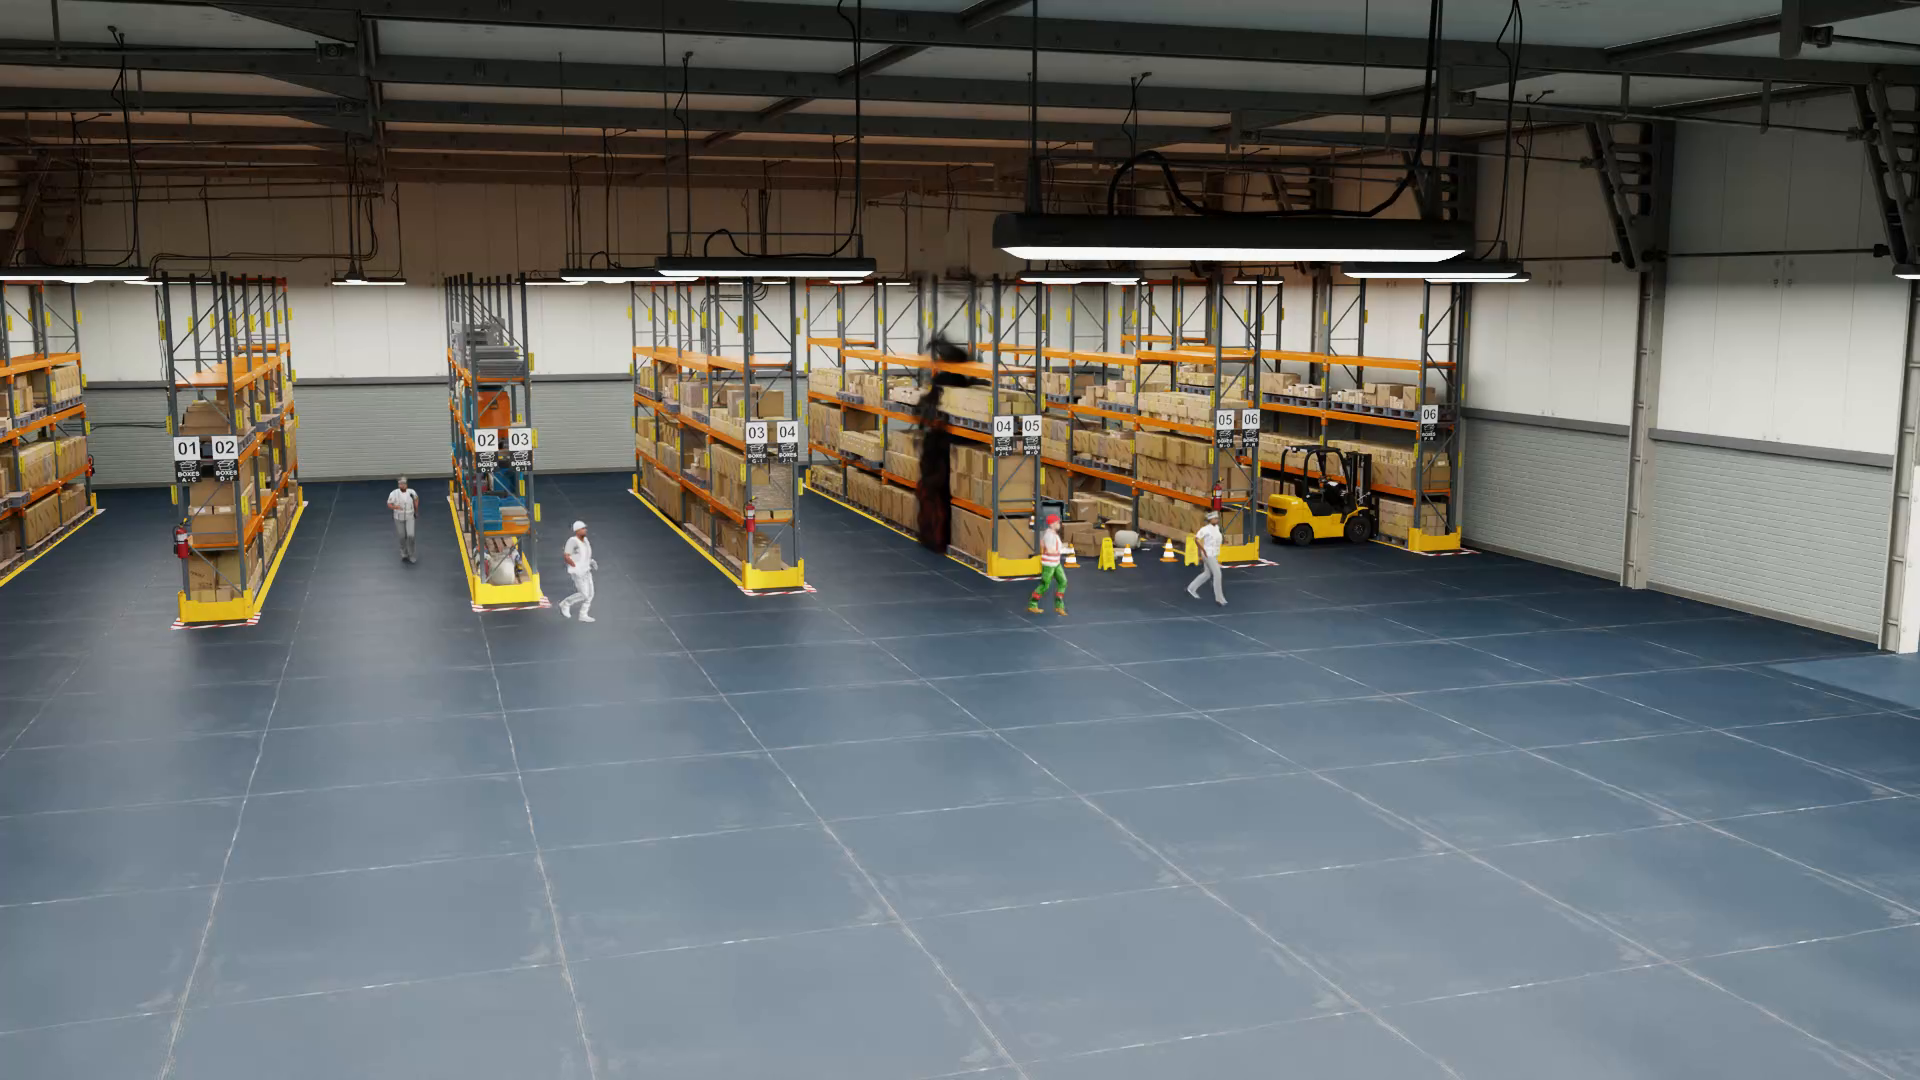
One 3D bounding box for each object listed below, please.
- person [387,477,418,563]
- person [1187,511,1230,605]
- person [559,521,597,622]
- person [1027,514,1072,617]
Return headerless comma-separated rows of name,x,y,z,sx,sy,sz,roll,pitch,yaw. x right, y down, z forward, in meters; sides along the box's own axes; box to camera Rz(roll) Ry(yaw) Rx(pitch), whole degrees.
person,-11.757,-0.428,35.151,0.640,1.853,0.801,-3,9,-21
person,4.574,0.306,30.462,0.866,1.730,0.561,5,10,29
person,-6.615,0.540,28.760,0.603,1.755,0.702,2,9,13
person,1.591,0.464,29.160,0.828,1.846,0.594,3,9,18
